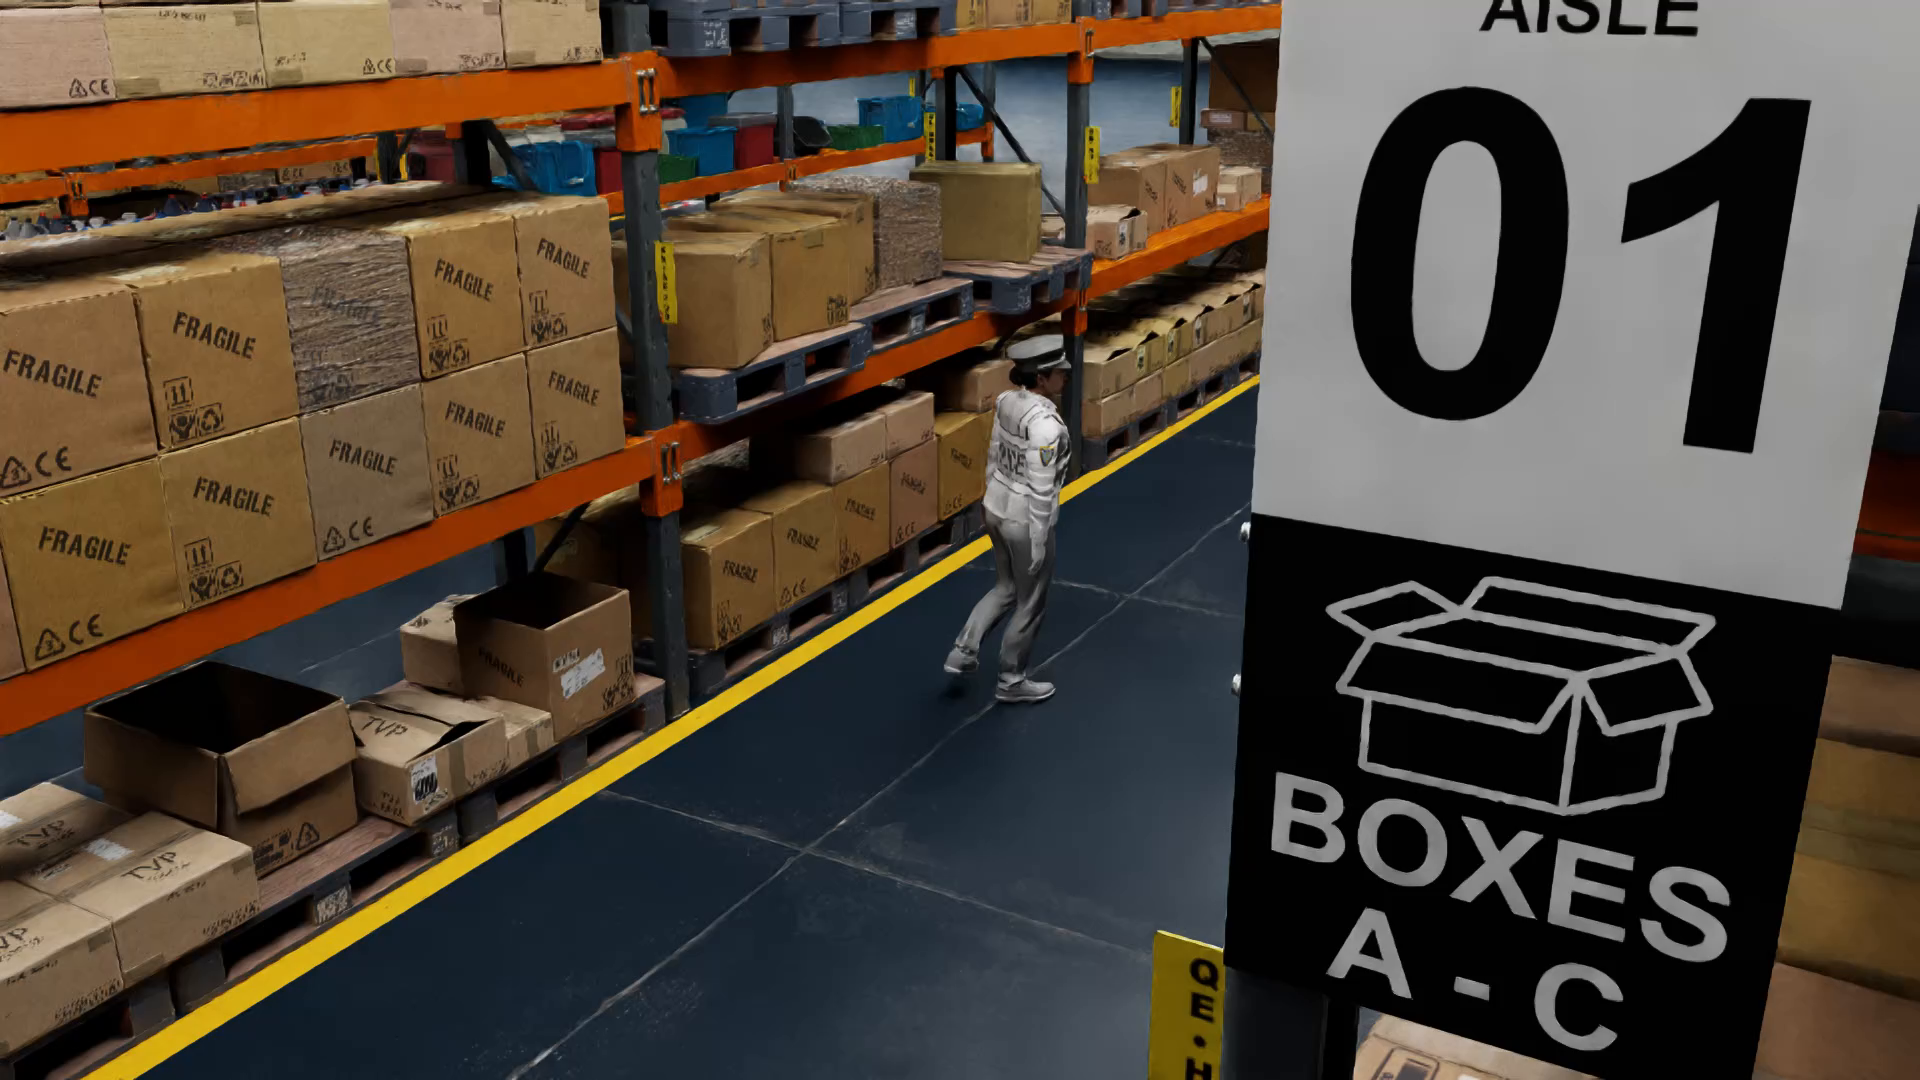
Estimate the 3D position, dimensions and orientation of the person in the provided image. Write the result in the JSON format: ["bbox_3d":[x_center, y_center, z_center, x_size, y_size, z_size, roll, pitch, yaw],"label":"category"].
[{"bbox_3d":[0.232,-0.069,7.239,0.511,1.674,0.525,-8,21,-22],"label":"person"}]
